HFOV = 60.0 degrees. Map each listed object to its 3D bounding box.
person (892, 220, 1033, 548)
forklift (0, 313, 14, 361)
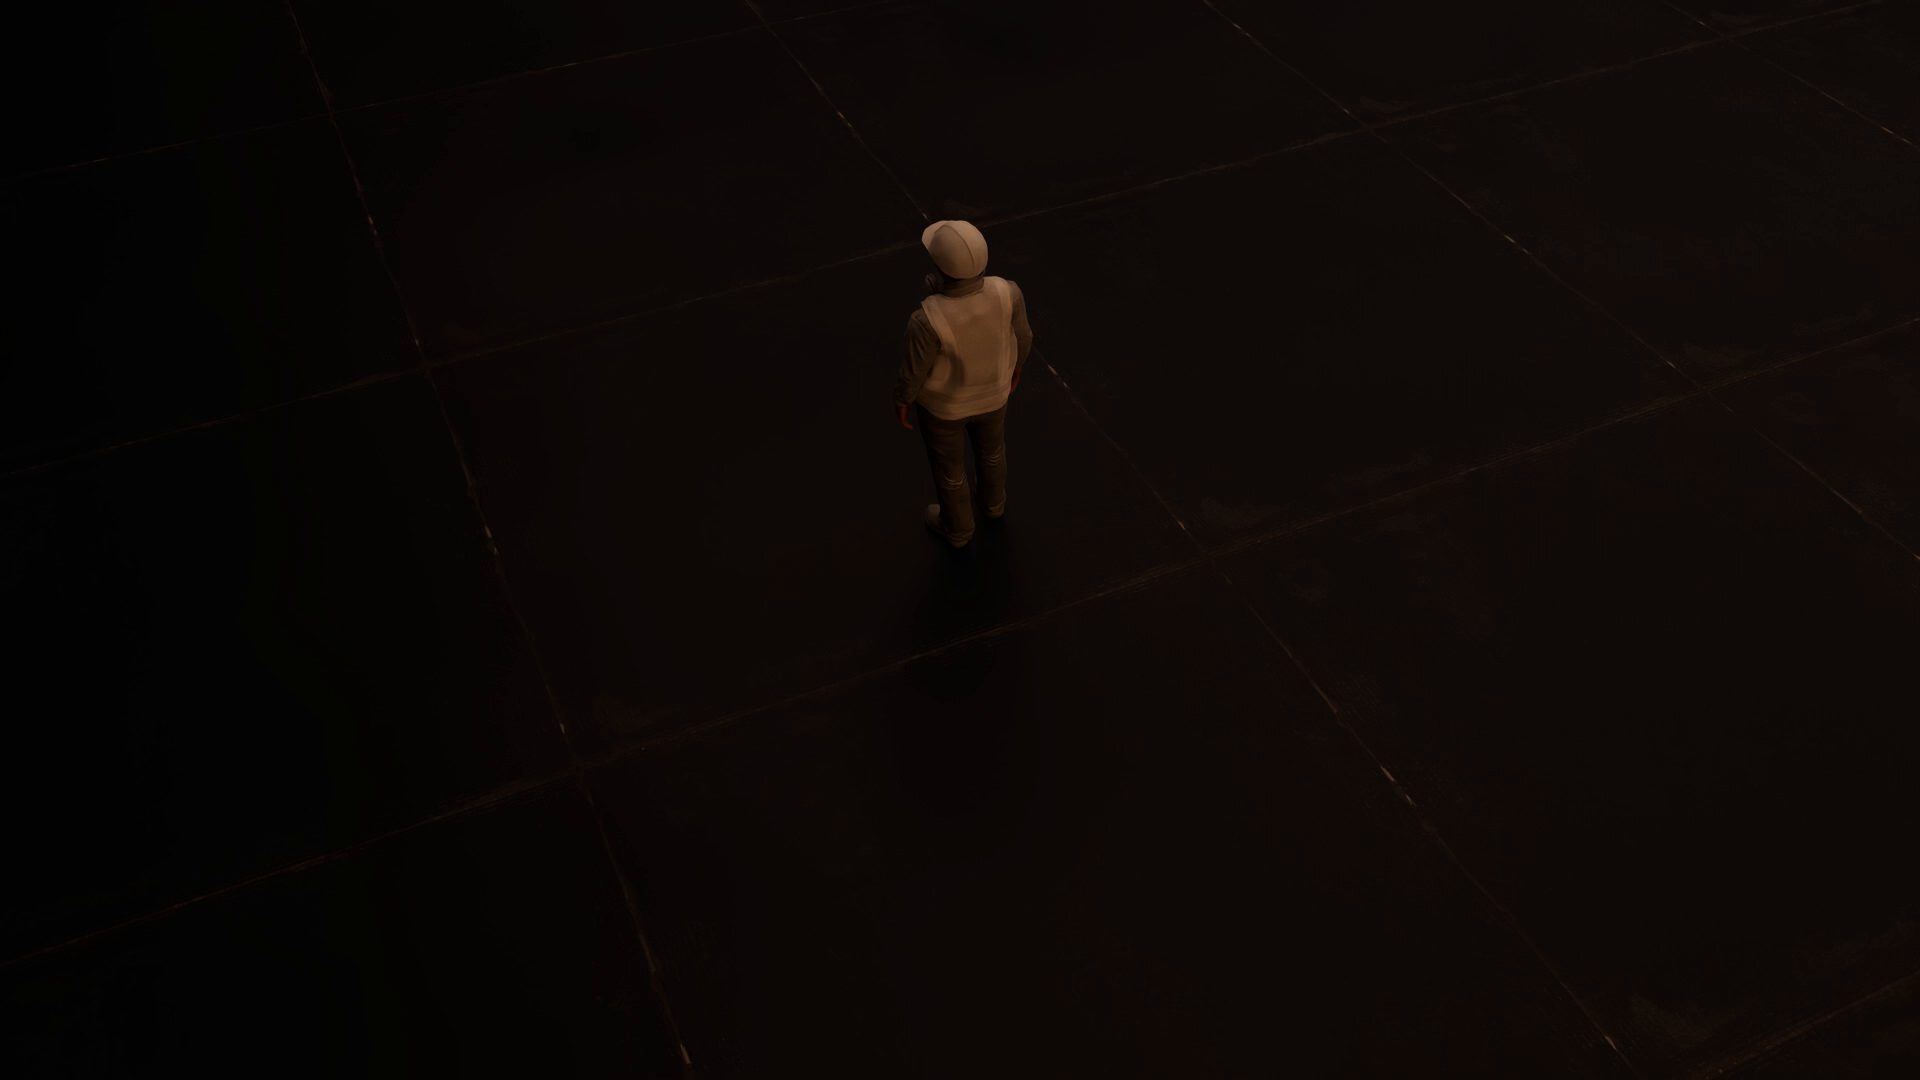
[{"bbox_3d":[-0.019,-0.695,7.261,0.632,1.773,0.568,-18,46,-18],"label":"person"},{"bbox_3d":[-6.585,-1.938,7.756,3.031,2.935,1.130,8,44,8],"label":"forklift"}]
